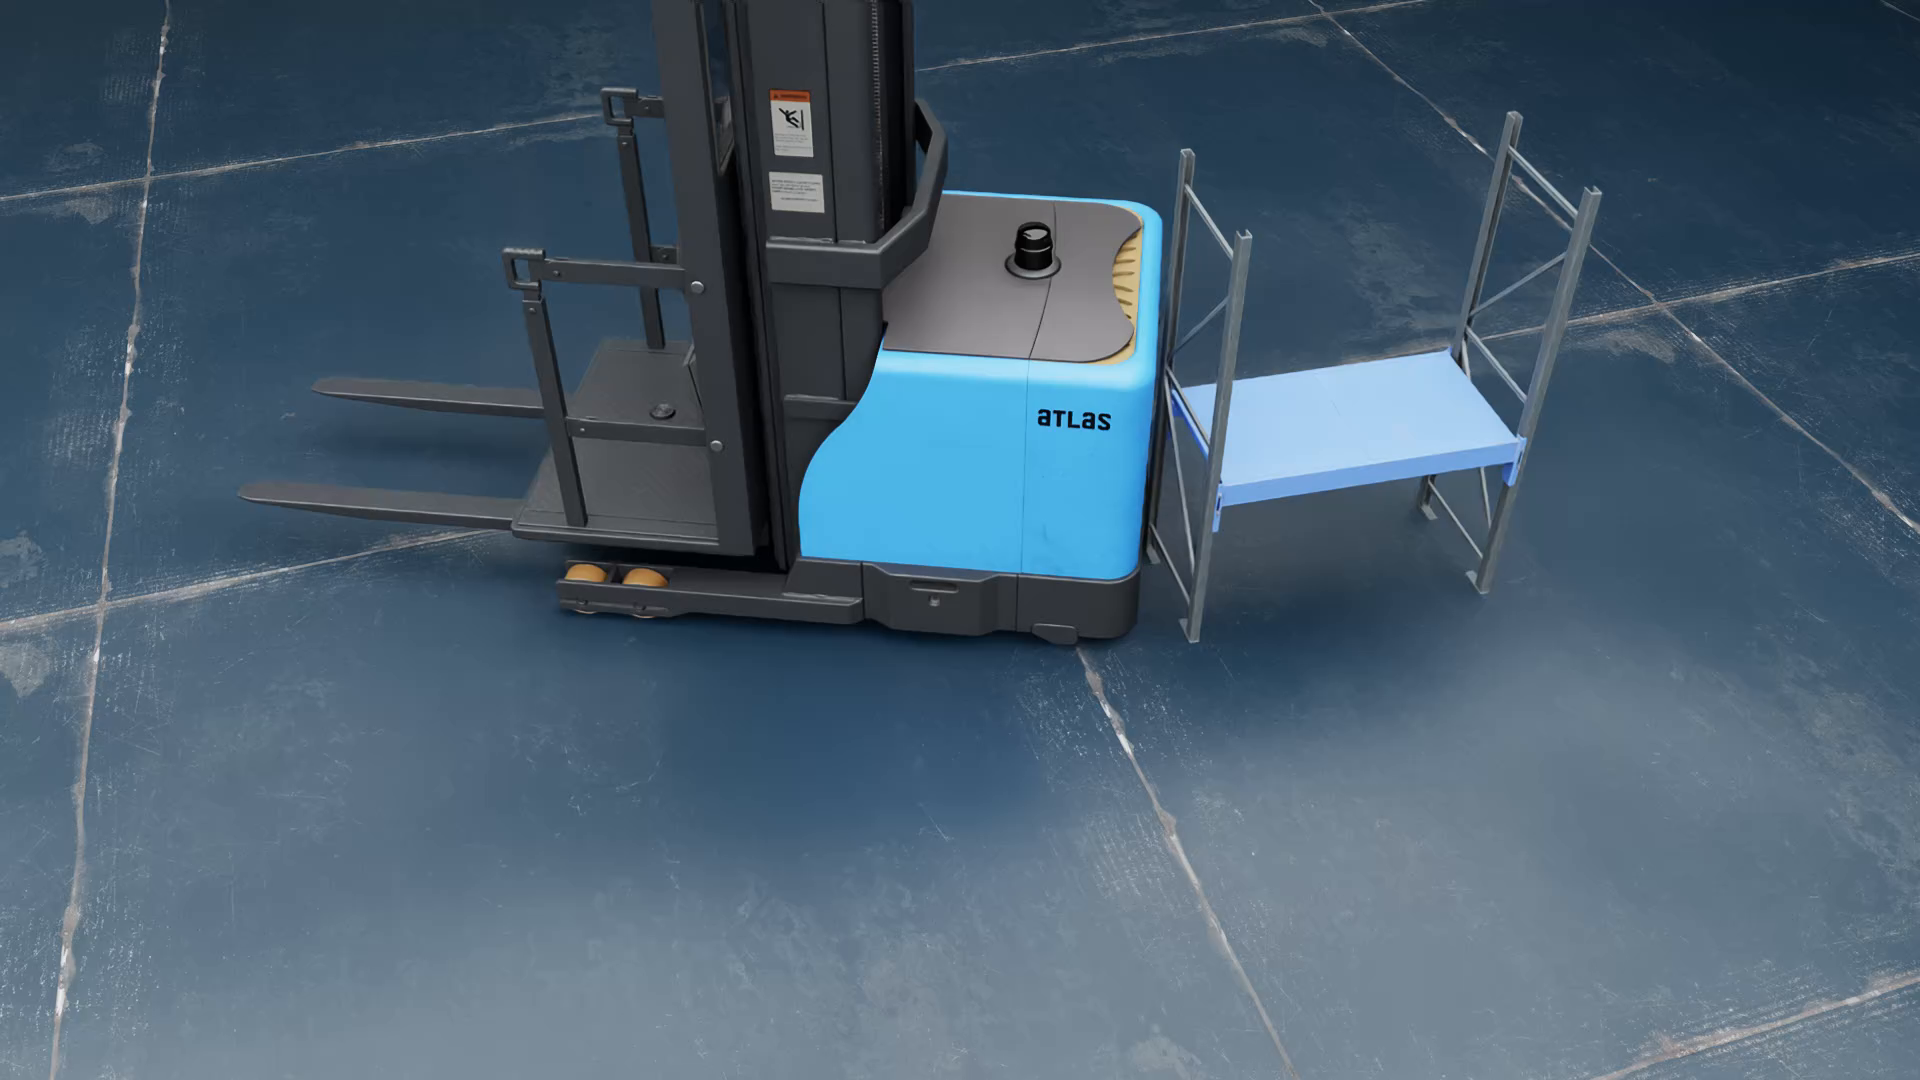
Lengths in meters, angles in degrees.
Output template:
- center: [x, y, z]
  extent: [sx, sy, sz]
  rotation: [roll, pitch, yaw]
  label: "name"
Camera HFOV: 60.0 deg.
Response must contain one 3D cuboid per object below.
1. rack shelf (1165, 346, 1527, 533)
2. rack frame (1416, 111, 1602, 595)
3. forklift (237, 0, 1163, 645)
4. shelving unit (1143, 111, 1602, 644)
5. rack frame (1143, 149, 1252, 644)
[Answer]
- center: [1.195, -0.331, 5.262]
  extent: [1.000, 0.185, 0.538]
  rotation: [-9, 42, -10]
  label: "rack shelf"
- center: [1.690, -0.543, 5.231]
  extent: [0.032, 1.500, 0.500]
  rotation: [-9, 42, -10]
  label: "rack frame"
- center: [-0.888, -1.187, 4.881]
  extent: [3.031, 2.935, 1.130]
  rotation: [4, 41, 5]
  label: "forklift"
- center: [1.195, -0.467, 5.144]
  extent: [1.048, 1.500, 0.538]
  rotation: [-9, 42, -10]
  label: "shelving unit"
- center: [0.700, -0.391, 5.057]
  extent: [0.032, 1.500, 0.500]
  rotation: [-9, 42, -10]
  label: "rack frame"
